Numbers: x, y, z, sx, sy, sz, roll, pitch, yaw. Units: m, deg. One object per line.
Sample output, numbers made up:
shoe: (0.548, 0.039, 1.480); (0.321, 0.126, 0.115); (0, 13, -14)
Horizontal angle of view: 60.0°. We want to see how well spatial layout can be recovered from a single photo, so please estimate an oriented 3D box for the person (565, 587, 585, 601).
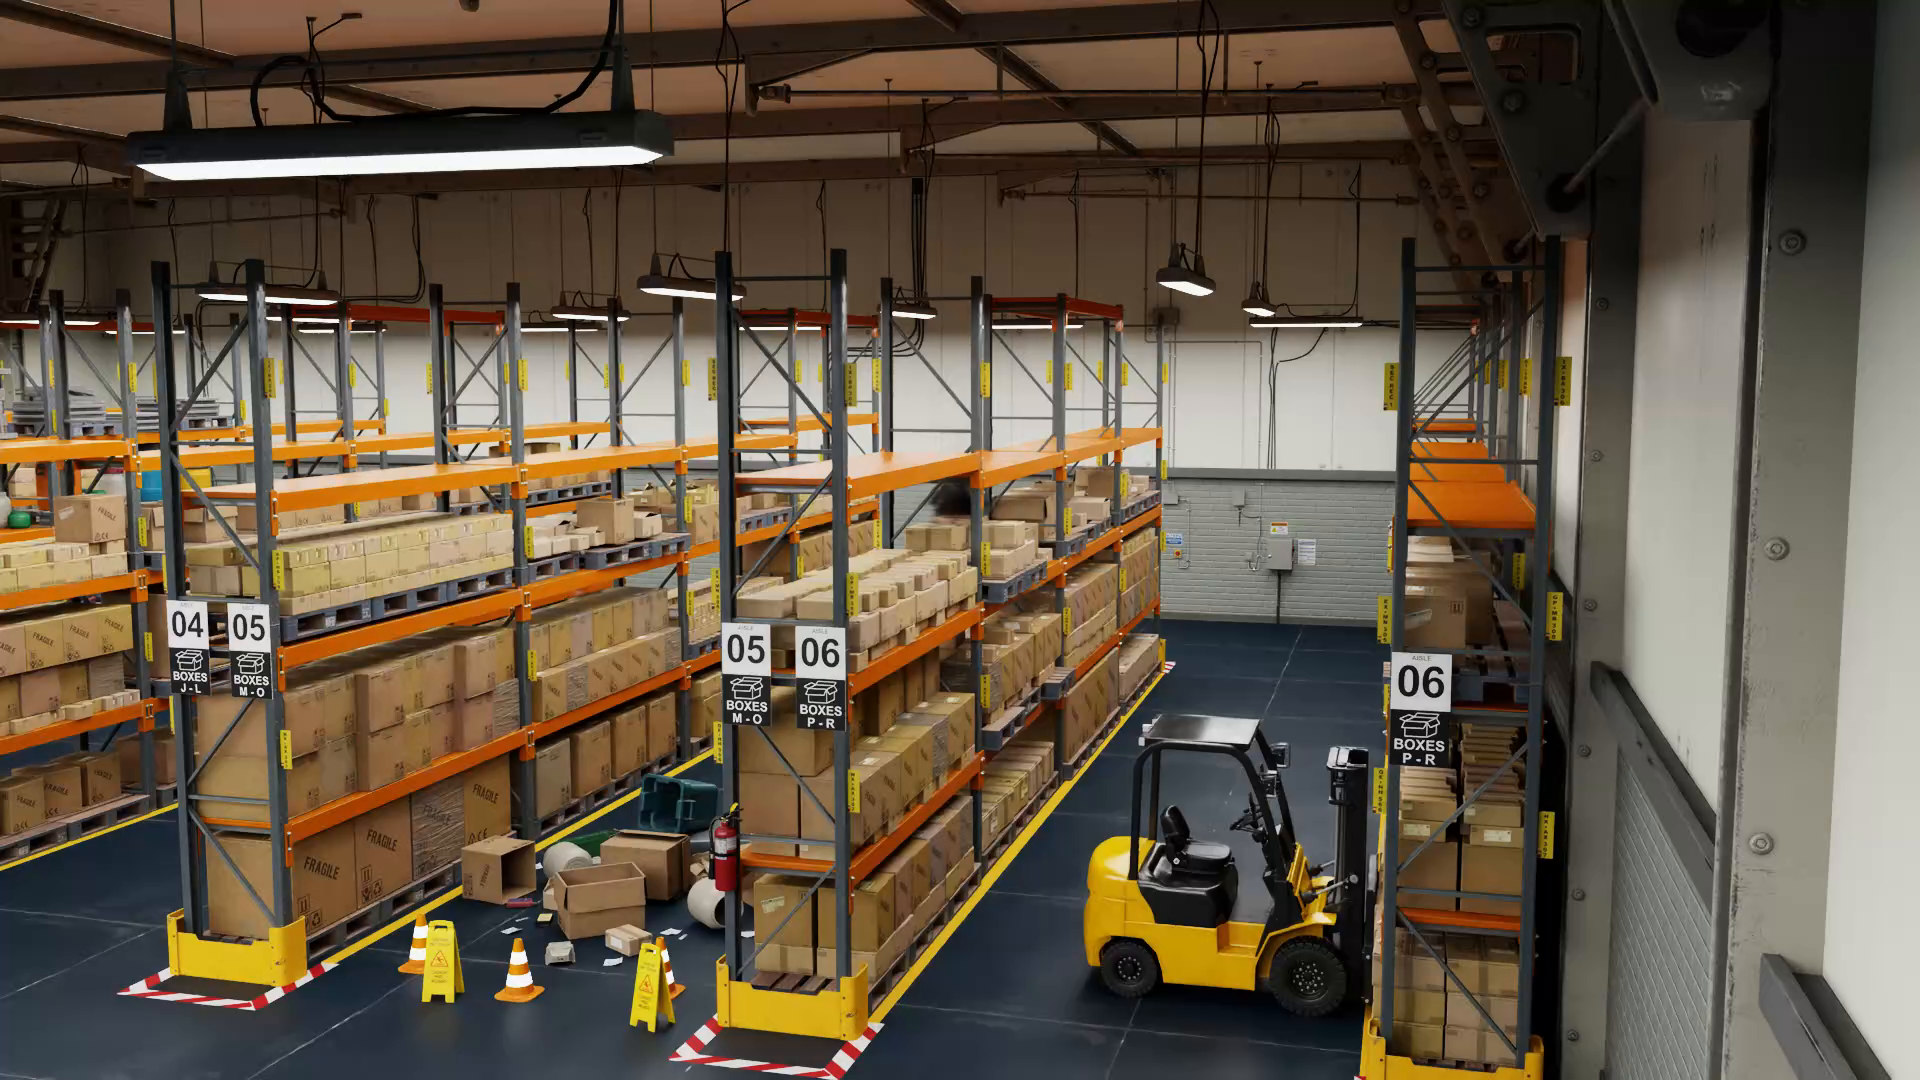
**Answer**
person: (-6.010, 1.517, 26.075); (0.641, 1.754, 0.667); (0, 6, 3)
